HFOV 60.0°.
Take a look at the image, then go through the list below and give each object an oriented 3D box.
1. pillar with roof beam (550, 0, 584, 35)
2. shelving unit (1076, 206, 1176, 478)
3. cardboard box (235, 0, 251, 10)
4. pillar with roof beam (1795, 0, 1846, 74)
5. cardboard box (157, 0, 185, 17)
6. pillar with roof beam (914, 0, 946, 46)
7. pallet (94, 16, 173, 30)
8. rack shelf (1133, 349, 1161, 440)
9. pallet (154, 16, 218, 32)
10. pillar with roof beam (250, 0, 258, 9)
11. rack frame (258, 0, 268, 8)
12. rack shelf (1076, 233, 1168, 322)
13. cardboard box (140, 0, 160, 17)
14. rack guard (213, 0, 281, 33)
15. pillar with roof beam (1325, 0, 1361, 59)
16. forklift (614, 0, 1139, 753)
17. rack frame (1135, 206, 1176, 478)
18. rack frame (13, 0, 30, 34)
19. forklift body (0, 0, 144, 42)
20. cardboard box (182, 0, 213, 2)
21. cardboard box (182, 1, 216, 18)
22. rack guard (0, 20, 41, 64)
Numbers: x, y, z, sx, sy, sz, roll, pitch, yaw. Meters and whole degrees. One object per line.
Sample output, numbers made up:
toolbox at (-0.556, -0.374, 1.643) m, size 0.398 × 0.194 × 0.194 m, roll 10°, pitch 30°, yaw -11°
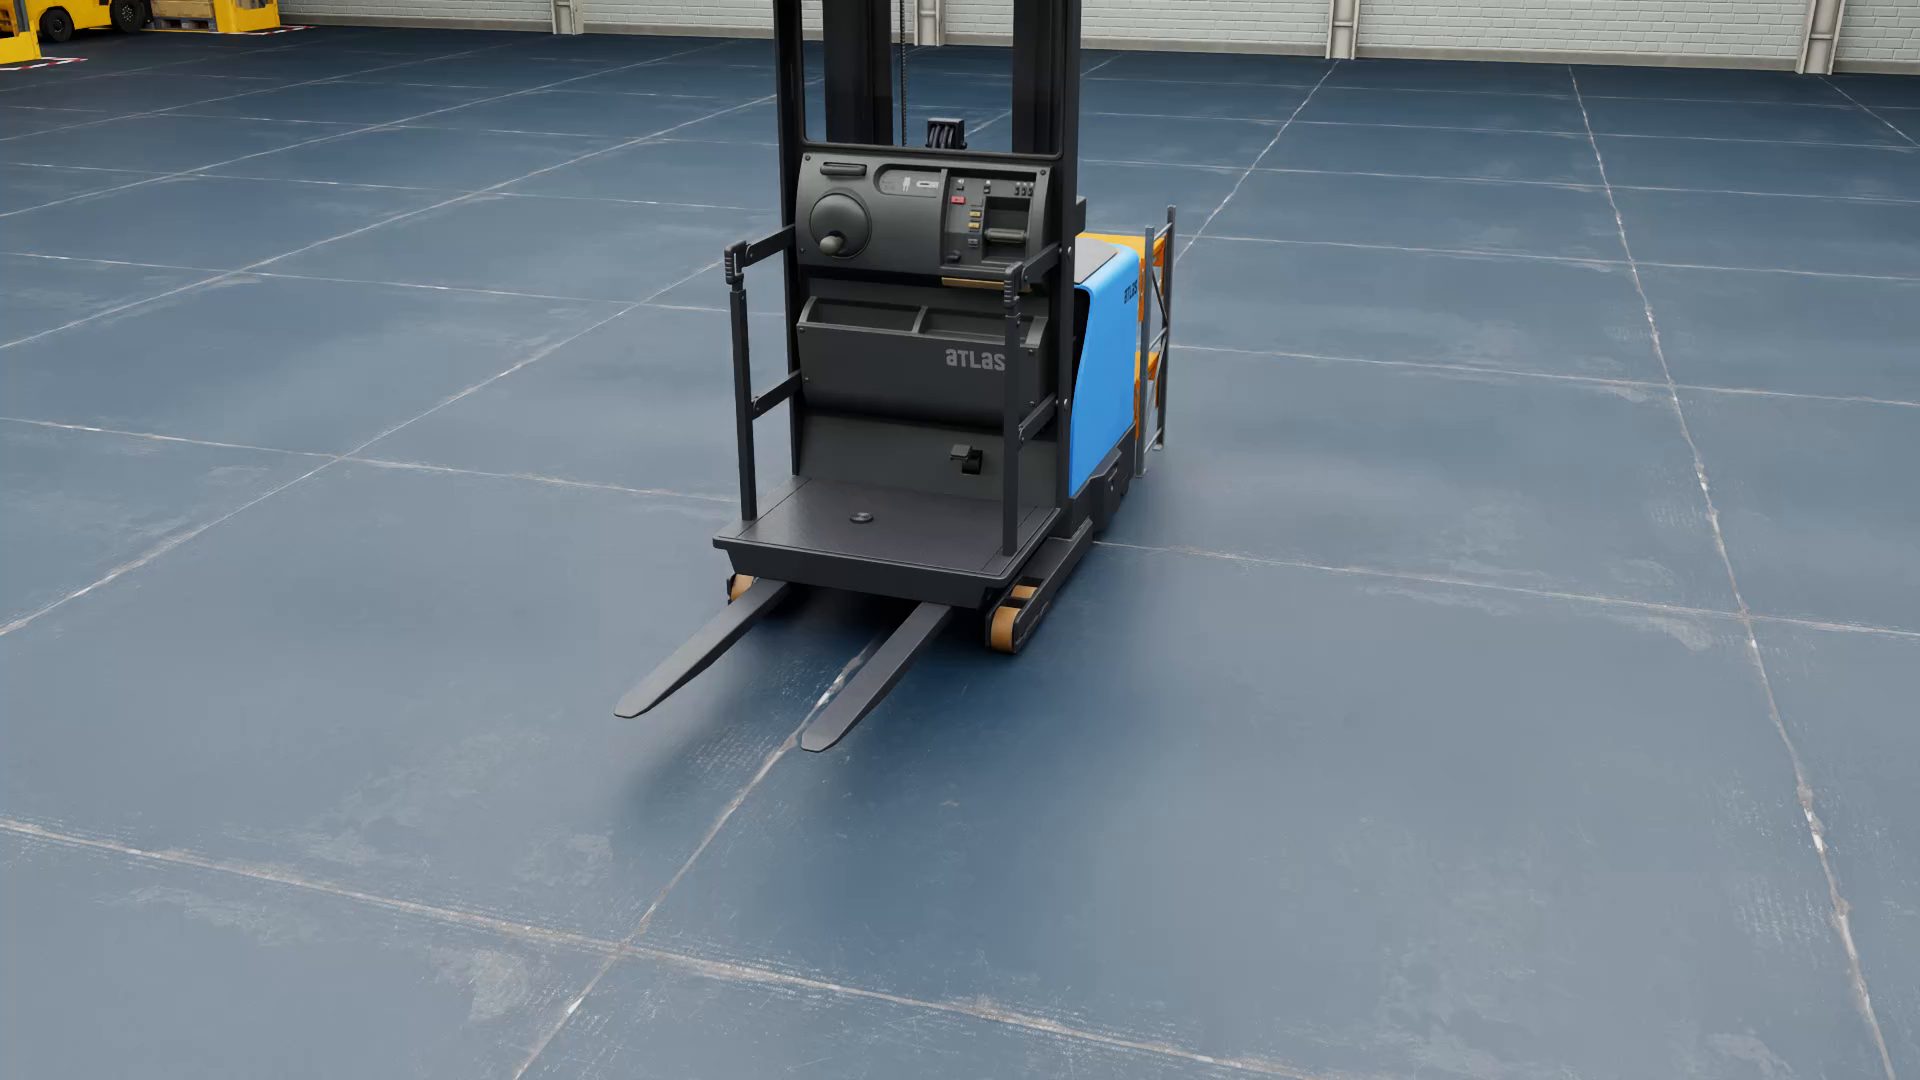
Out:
pillar with roof beam at (-7.435, -10.623, 20.810) m, size 0.400 × 9.000 × 9.100 m, roll 7°, pitch 23°, yaw 16°
shelving unit at (0.394, -0.950, 7.605) m, size 1.048 × 1.125 × 0.538 m, roll 7°, pitch 23°, yaw 17°
cardboard box at (-11.944, -8.712, 27.127) m, size 0.500 × 0.250 × 0.500 m, roll 7°, pitch 23°, yaw 16°
pillar with roof beam at (9.797, -8.650, 15.999) m, size 0.400 × 9.000 × 9.100 m, roll 7°, pitch 23°, yaw 16°
cardboard box at (-12.544, -8.582, 26.810) m, size 0.500 × 0.250 × 0.500 m, roll 7°, pitch 23°, yaw 15°
pillar with roof beam at (-1.691, -9.965, 19.206) m, size 0.400 × 9.000 × 9.100 m, roll 7°, pitch 23°, yaw 16°
pallet at (-13.438, -8.578, 27.405) m, size 1.213 × 0.211 × 1.003 m, roll 7°, pitch 23°, yaw 15°
rack shelf at (0.394, -0.724, 7.697) m, size 1.000 × 0.278 × 0.538 m, roll 7°, pitch 23°, yaw 17°
pallet at (-12.274, -8.444, 27.077) m, size 1.213 × 0.211 × 1.003 m, roll 7°, pitch 23°, yaw 16°
pillar with roof beam at (-13.180, -11.281, 22.413) m, size 0.400 × 9.000 × 9.100 m, roll 7°, pitch 23°, yaw 16°
rack frame at (-11.530, -9.665, 26.381) m, size 0.127 × 3.000 × 1.000 m, roll 7°, pitch 23°, yaw 16°
rack shelf at (0.394, -1.221, 7.493) m, size 1.000 × 0.278 × 0.538 m, roll 7°, pitch 23°, yaw 17°
cardboard box at (-13.021, -8.640, 26.951) m, size 0.500 × 0.250 × 0.500 m, roll 7°, pitch 23°, yaw 16°
rack guard at (-11.507, -8.506, 26.848) m, size 0.348 × 0.500 × 1.175 m, roll 7°, pitch 23°, yaw 16°
pillar with roof beam at (4.053, -9.307, 17.603) m, size 0.400 × 9.000 × 9.100 m, roll 7°, pitch 23°, yaw 16°
forklift at (-0.208, -1.133, 5.671) m, size 1.130 × 2.935 × 3.031 m, roll 8°, pitch 24°, yaw 18°
rack frame at (0.877, -0.890, 7.457) m, size 0.032 × 1.125 × 0.500 m, roll 7°, pitch 23°, yaw 17°
rack frame at (-12.960, -7.862, 21.983) m, size 0.127 × 3.000 × 1.000 m, roll 7°, pitch 23°, yaw 16°
forklift body at (-13.872, -8.818, 25.432) m, size 1.214 × 2.155 × 2.313 m, roll 7°, pitch 23°, yaw 16°
cardboard box at (-12.086, -8.759, 26.581) m, size 0.500 × 0.250 × 0.500 m, roll 6°, pitch 23°, yaw 15°
cardboard box at (-12.071, -8.524, 26.668) m, size 0.500 × 0.250 × 0.500 m, roll 7°, pitch 23°, yaw 16°
rack guard at (-13.033, -6.713, 22.478) m, size 0.348 × 0.500 × 1.175 m, roll 7°, pitch 23°, yaw 16°
